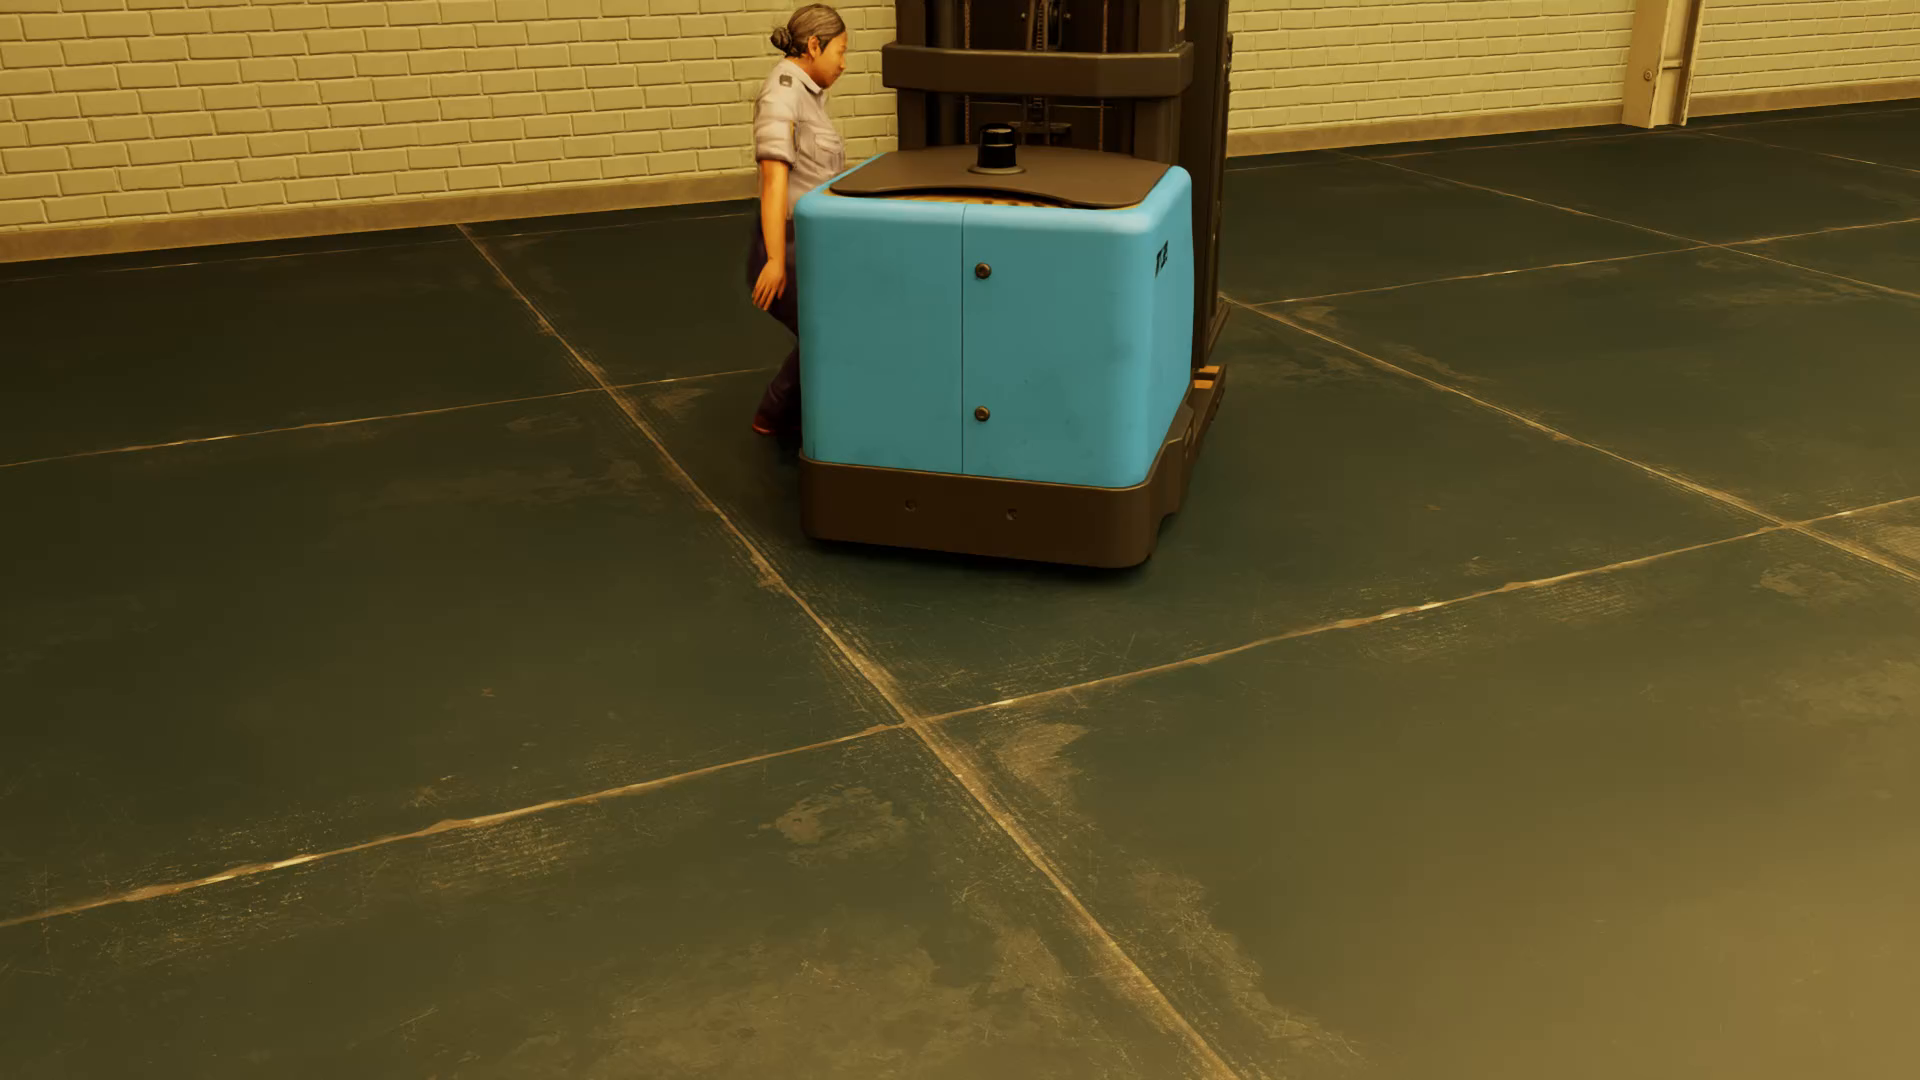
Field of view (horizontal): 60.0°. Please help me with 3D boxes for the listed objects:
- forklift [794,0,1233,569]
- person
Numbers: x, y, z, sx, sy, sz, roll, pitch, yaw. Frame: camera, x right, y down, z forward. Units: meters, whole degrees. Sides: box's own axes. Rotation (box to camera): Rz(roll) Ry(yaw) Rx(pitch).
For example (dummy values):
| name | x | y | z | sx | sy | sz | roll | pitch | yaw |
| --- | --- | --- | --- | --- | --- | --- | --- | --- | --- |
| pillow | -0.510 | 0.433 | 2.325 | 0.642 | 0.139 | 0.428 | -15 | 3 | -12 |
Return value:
| name | x | y | z | sx | sy | sz | roll | pitch | yaw |
| --- | --- | --- | --- | --- | --- | --- | --- | --- | --- |
| forklift | 0.389 | -1.809 | 5.641 | 1.130 | 2.935 | 3.031 | 6 | 23 | 14 |
| person | -0.474 | -0.915 | 5.385 | 0.569 | 1.552 | 0.964 | 1 | 23 | 3 |
